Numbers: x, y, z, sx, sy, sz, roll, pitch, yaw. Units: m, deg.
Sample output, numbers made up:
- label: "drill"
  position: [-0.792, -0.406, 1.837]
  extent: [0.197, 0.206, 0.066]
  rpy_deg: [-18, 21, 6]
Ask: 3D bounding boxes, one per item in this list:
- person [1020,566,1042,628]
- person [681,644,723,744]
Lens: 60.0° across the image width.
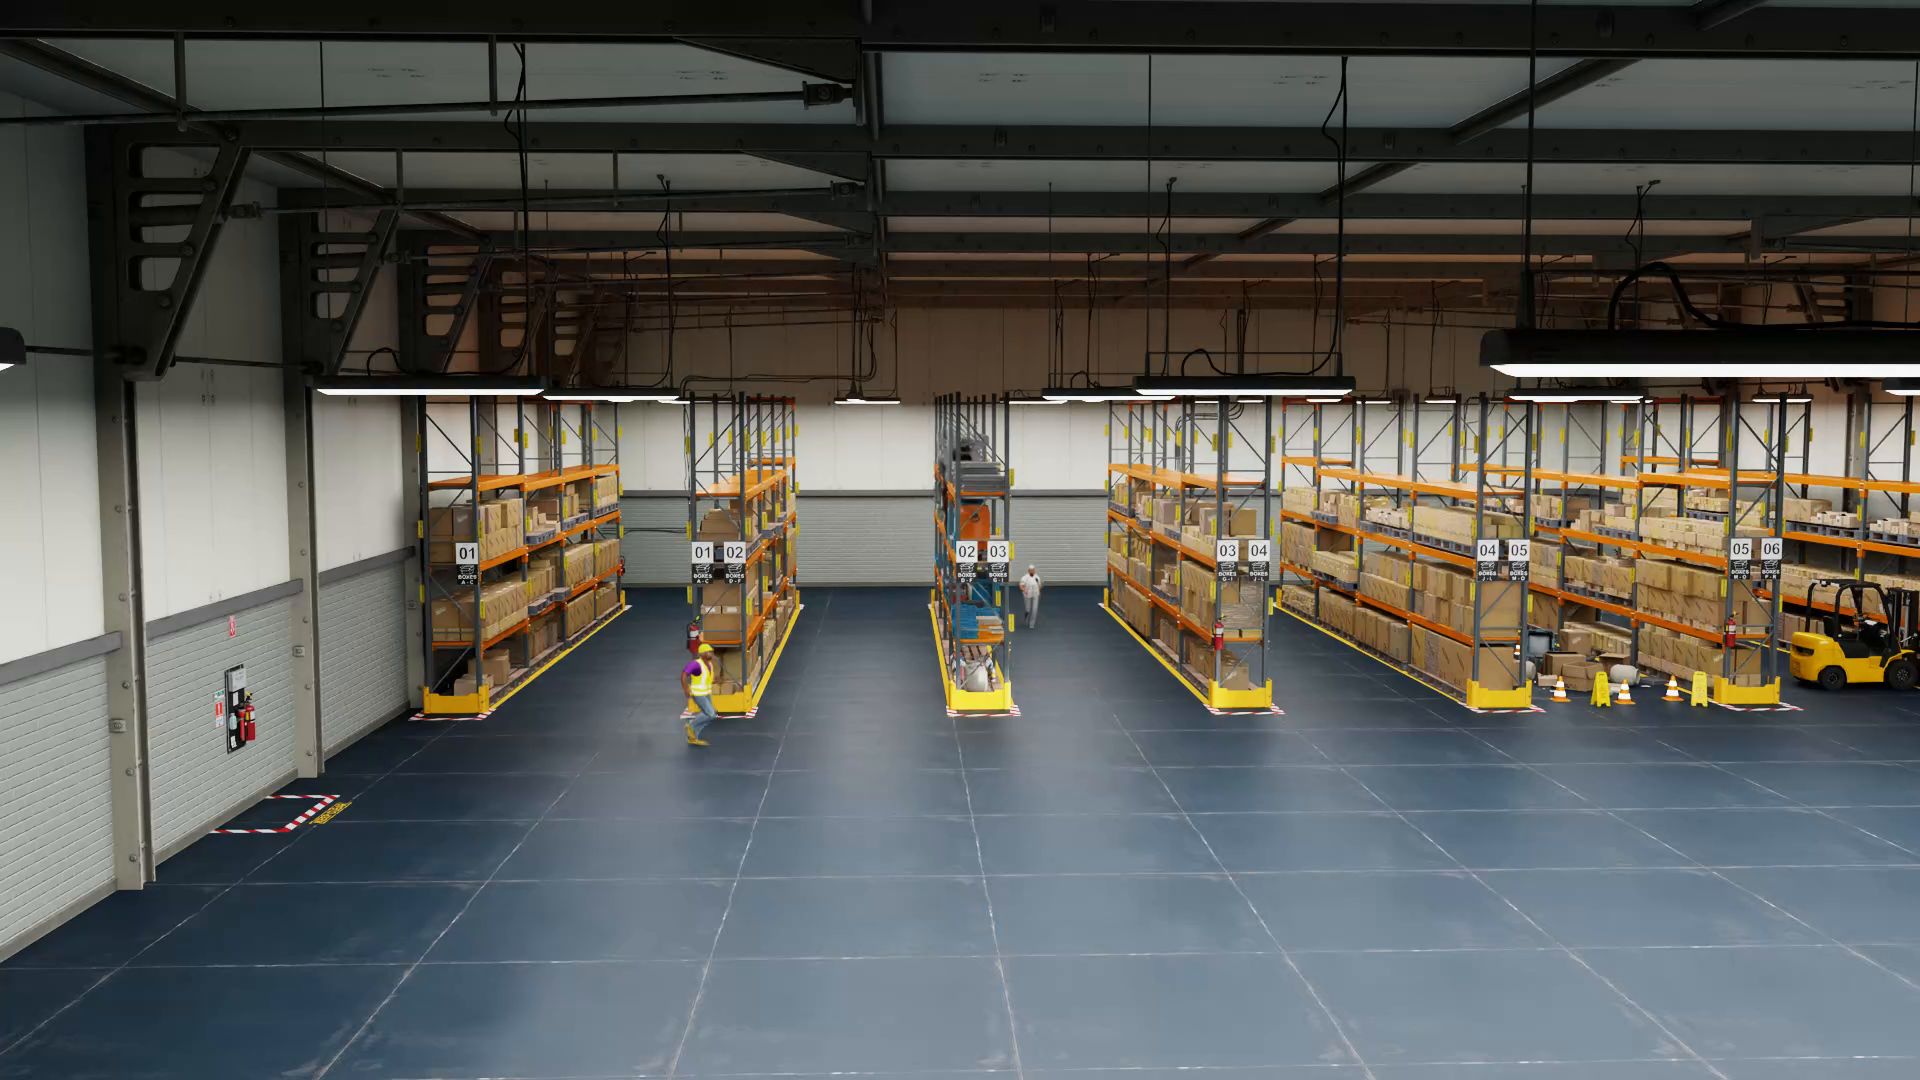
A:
- label: "person"
  position: [1.844, 1.465, 43.076]
  extent: [0.595, 1.622, 0.561]
  rpy_deg: [-1, 5, -11]
- label: "person"
  position: [-4.326, 2.611, 28.095]
  extent: [0.623, 1.711, 0.696]
  rpy_deg: [2, 5, 18]
